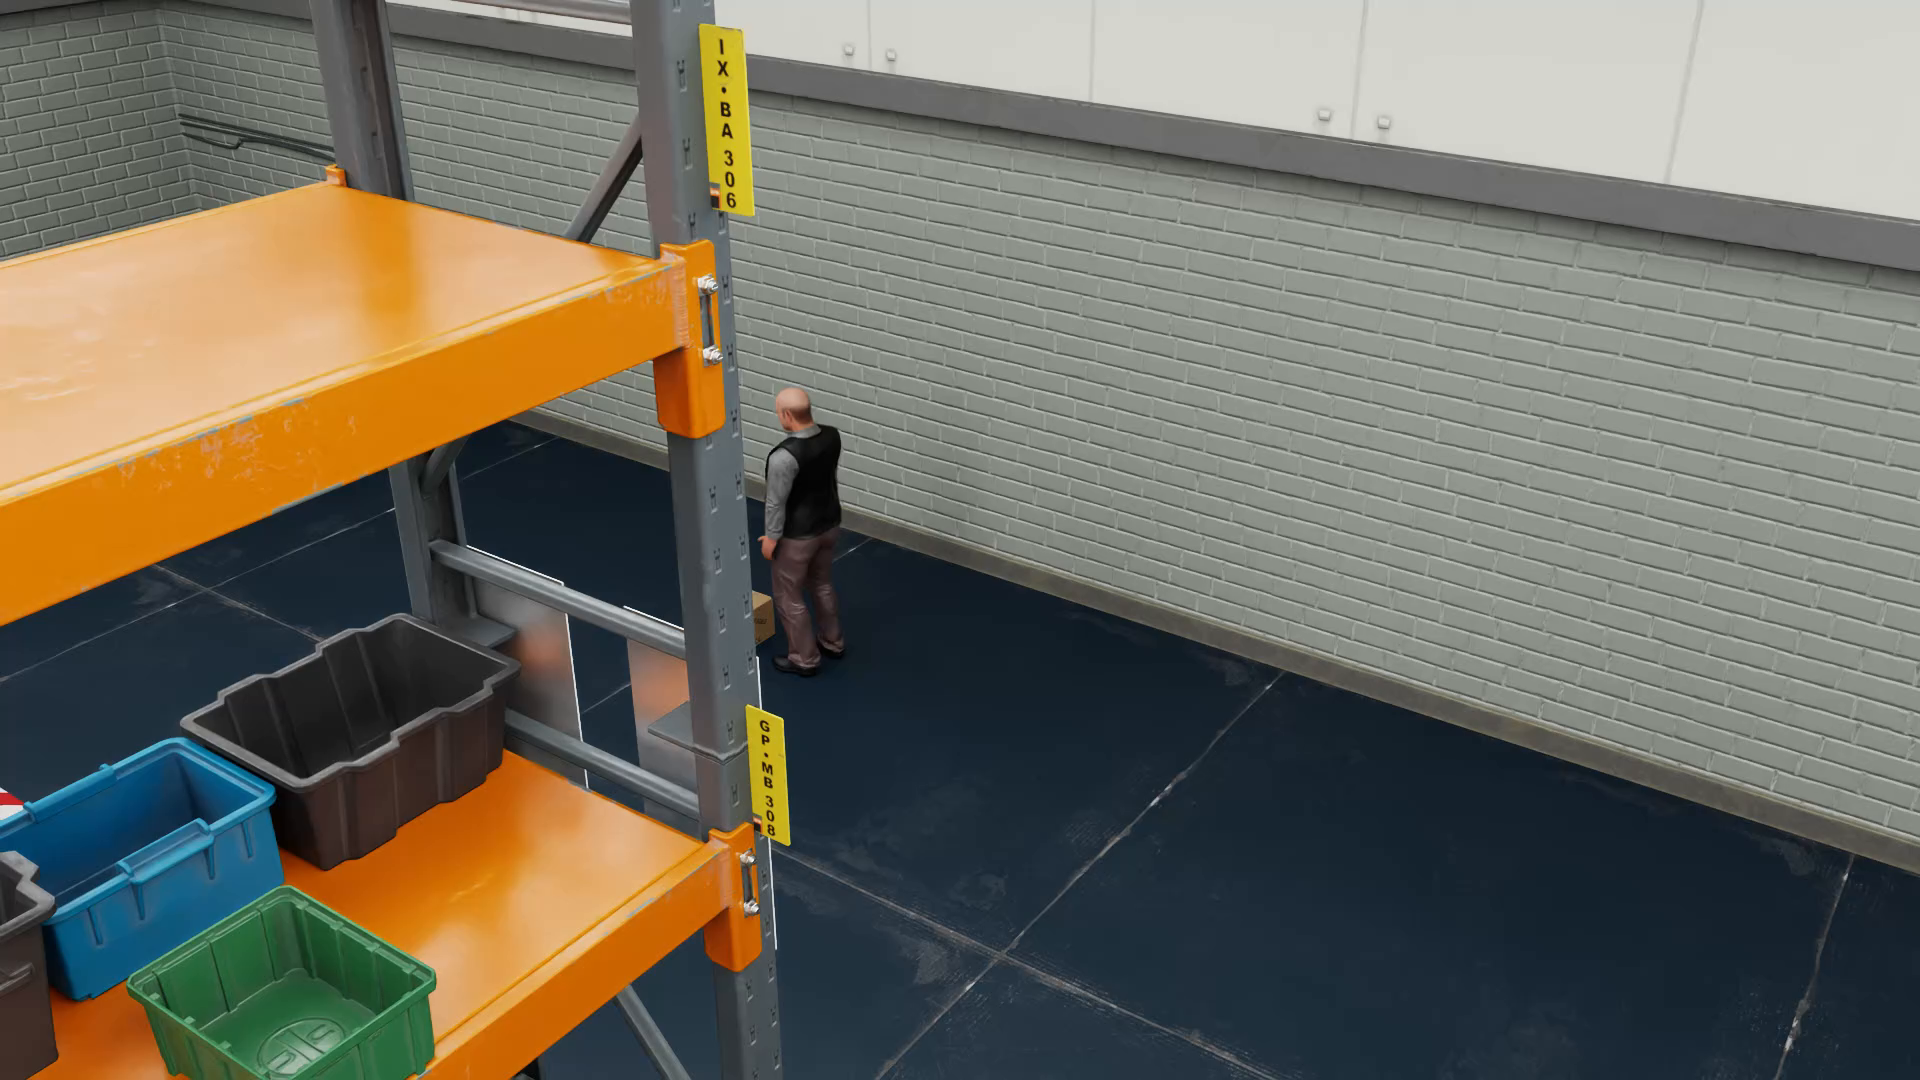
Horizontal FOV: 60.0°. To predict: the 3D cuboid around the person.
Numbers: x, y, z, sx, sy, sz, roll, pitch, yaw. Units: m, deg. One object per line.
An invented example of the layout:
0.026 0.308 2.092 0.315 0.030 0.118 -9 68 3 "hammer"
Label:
-0.883 -0.045 9.299 0.353 1.712 0.535 18 32 32 "person"
